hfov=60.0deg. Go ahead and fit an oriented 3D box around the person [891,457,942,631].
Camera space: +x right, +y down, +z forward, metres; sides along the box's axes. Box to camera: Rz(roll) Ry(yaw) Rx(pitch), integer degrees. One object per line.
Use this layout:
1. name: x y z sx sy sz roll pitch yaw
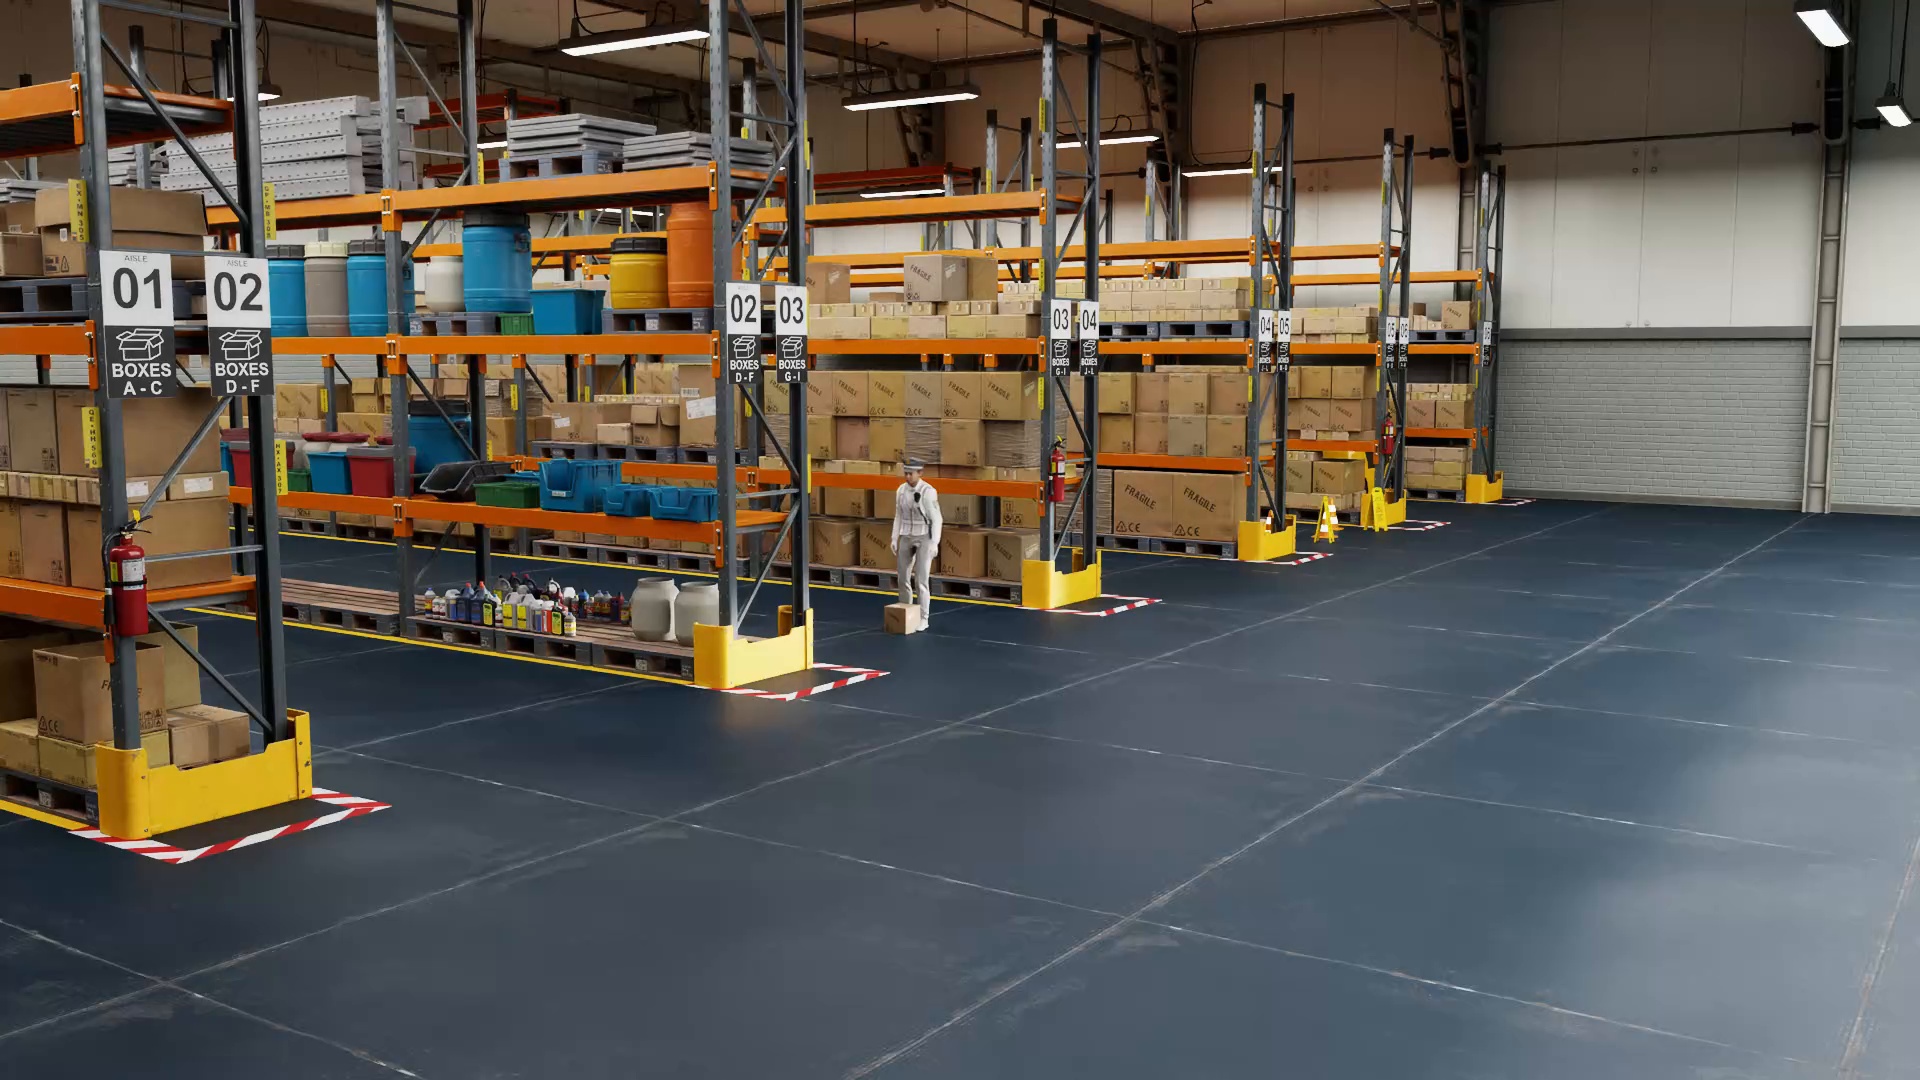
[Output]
1. person: -0.434 0.030 16.026 0.535 1.663 0.404 4 8 33
